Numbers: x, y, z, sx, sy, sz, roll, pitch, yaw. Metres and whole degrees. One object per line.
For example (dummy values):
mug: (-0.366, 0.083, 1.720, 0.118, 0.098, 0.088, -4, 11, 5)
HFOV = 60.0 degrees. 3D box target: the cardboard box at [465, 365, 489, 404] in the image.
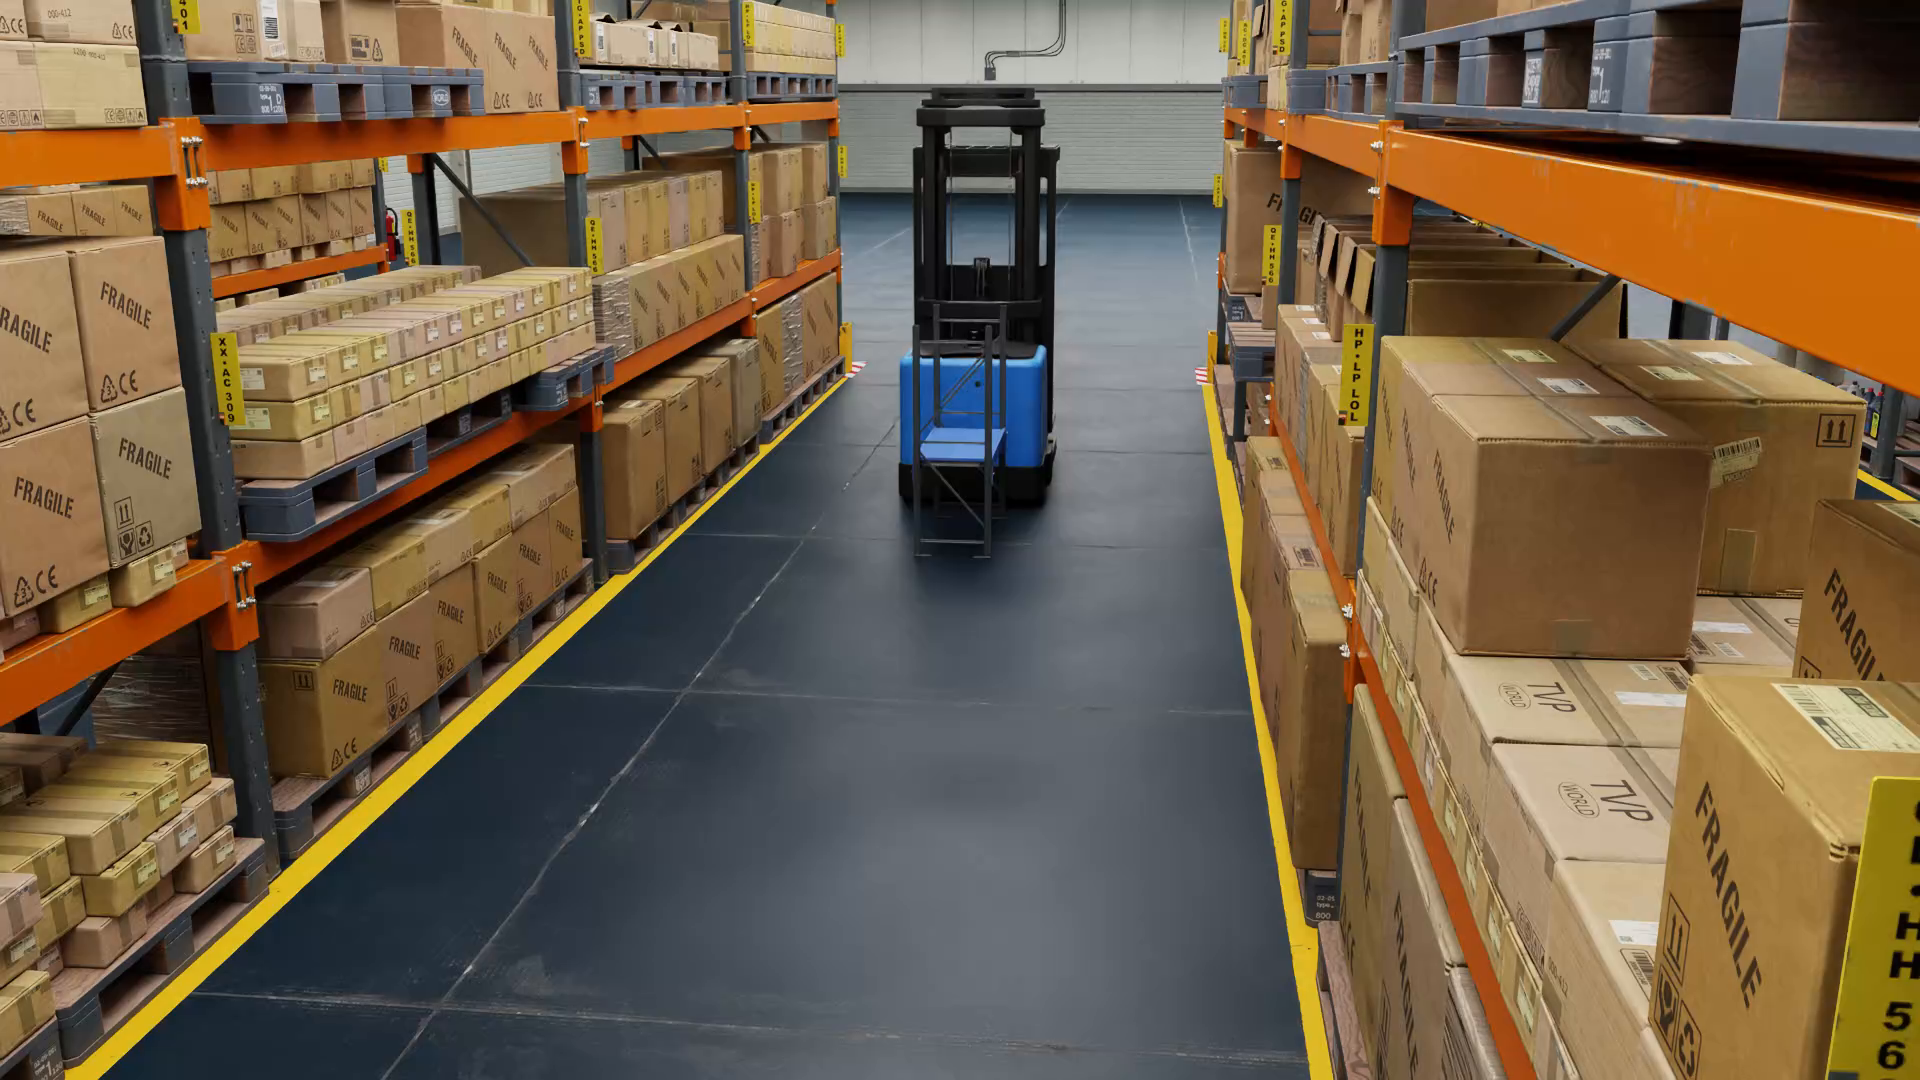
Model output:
cardboard box: (-2.441, -0.735, 7.809, 0.380, 0.149, 0.250, 1, 15, 4)

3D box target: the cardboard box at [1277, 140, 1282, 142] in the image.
cardboard box: (3.339, -3.625, 16.145, 0.500, 0.500, 0.500, 2, 15, 6)

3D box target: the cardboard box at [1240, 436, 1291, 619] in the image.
cardboard box: (2.154, -0.024, 8.771, 1.225, 0.875, 0.875, 1, 15, 4)

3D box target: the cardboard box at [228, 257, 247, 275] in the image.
cardboard box: (-6.749, -2.506, 15.164, 0.380, 0.149, 0.250, 2, 15, 8)

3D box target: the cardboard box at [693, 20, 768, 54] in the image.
cardboard box: (-1.880, -4.124, 13.642, 0.500, 0.250, 0.500, 2, 15, 7)

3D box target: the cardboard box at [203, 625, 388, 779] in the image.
cardboard box: (-2.769, 0.660, 6.960, 0.500, 0.500, 0.500, 2, 15, 8)

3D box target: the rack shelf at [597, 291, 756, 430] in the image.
rack shelf: (-2.439, -1.369, 11.858, 1.077, 0.370, 4.000, 2, 15, 6)

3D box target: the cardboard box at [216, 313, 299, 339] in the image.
cardboard box: (-3.143, -0.907, 7.308, 0.380, 0.149, 0.250, 1, 15, 4)

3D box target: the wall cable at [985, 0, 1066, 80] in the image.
wall cable: (1.864, -16.143, 47.109, 2.305, 6.003, 0.169, 2, 15, 6)

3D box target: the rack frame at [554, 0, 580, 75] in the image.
rack frame: (-2.664, -4.094, 9.063, 1.000, 3.000, 0.127, 2, 15, 6)

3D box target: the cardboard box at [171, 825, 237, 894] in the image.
cardboard box: (-2.822, 1.125, 5.913, 0.380, 0.149, 0.250, 2, 15, 7)

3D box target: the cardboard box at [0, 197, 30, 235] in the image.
cardboard box: (-7.144, -2.225, 12.077, 0.500, 0.500, 0.500, 1, 15, 4)

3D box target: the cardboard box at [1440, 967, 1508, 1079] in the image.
cardboard box: (1.445, 1.468, 3.253, 0.875, 0.875, 0.875, 2, 15, 6)

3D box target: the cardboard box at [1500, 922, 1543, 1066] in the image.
cardboard box: (1.177, 0.804, 2.925, 0.380, 0.149, 0.250, 1, 15, 5)

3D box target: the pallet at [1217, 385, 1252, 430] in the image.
pallet: (2.880, -1.209, 15.231, 1.003, 0.211, 1.213, 2, 15, 6)

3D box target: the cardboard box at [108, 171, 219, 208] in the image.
cardboard box: (-6.878, -3.137, 14.341, 0.700, 0.500, 0.500, 2, 15, 6)

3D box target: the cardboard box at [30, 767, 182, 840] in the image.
cardboard box: (-2.887, 0.893, 5.630, 0.380, 0.149, 0.250, 2, 15, 7)

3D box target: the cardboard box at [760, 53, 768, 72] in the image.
cardboard box: (-1.807, -3.965, 13.816, 0.380, 0.149, 0.250, 2, 15, 6)

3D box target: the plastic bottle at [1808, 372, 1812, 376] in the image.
plastic bottle: (7.519, -1.336, 14.719, 0.061, 0.283, 0.133, 2, 15, 7)

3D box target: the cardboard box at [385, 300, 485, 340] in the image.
cardboard box: (-2.443, -1.023, 7.736, 0.380, 0.149, 0.250, 2, 15, 8)

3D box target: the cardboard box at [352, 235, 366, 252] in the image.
cardboard box: (-6.440, -3.099, 17.357, 0.380, 0.149, 0.250, 2, 15, 6)

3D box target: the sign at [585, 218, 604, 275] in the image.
sign: (-2.124, -1.705, 9.655, 0.100, 0.325, 0.005, 2, 15, 6)

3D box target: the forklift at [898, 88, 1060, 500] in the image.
forklift: (0.211, -2.038, 13.085, 1.130, 2.935, 3.031, 1, 15, 5)

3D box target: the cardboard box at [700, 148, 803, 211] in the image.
cardboard box: (-1.941, -3.343, 15.424, 0.875, 0.550, 0.500, 2, 15, 6)

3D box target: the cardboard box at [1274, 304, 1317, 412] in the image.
cardboard box: (1.927, -0.956, 8.759, 0.500, 0.500, 0.500, 2, 15, 8)

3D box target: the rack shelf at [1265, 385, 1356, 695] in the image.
rack shelf: (2.027, -0.160, 7.384, 1.077, 0.370, 4.000, 2, 15, 6)

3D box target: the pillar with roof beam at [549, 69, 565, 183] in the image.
pillar with roof beam: (-5.612, -12.377, 39.697, 9.100, 9.000, 0.400, 2, 15, 6)

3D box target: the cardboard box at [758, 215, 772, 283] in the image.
cardboard box: (-2.144, -2.547, 14.548, 0.875, 0.550, 0.550, 2, 15, 6)

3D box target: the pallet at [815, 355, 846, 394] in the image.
pallet: (-1.774, -1.717, 17.108, 1.003, 0.211, 1.213, 2, 15, 6)

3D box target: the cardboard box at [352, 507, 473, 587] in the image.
cardboard box: (-2.650, 0.027, 7.862, 0.500, 0.250, 0.500, 2, 15, 8)

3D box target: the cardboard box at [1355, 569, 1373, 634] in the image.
cardboard box: (1.437, 0.200, 5.157, 0.380, 0.149, 0.250, 2, 15, 6)

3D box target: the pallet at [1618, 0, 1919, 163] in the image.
pallet: (1.423, -0.549, 1.868, 1.003, 0.211, 1.213, 2, 15, 6)

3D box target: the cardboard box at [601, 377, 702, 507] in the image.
cardboard box: (-2.411, -0.697, 11.498, 1.050, 0.750, 0.750, 2, 15, 7)

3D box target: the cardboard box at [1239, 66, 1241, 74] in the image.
cardboard box: (2.714, -4.268, 14.975, 0.380, 0.149, 0.250, 1, 15, 4)

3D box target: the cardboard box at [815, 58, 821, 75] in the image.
cardboard box: (-1.549, -4.557, 16.006, 0.380, 0.149, 0.250, 2, 15, 7)

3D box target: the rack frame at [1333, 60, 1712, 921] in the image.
rack frame: (1.801, 0.012, 5.372, 1.000, 3.000, 0.127, 2, 15, 6)

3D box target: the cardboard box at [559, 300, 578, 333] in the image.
cardboard box: (-2.296, -1.212, 9.005, 0.380, 0.149, 0.250, 2, 15, 8)

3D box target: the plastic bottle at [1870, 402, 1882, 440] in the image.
plastic bottle: (7.352, -0.953, 13.300, 0.061, 0.283, 0.133, 2, 15, 9)

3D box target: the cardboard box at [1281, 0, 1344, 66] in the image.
cardboard box: (2.058, -2.894, 9.224, 0.500, 0.500, 0.500, 2, 15, 8)

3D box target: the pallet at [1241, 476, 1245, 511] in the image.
pallet: (2.482, -0.198, 11.489, 1.003, 0.211, 1.213, 2, 15, 6)

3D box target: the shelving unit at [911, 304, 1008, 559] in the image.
shelving unit: (0.010, -0.746, 11.048, 0.538, 1.500, 1.048, 2, 15, 6)

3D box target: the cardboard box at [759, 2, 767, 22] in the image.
cardboard box: (-1.807, -4.349, 13.709, 0.380, 0.149, 0.250, 2, 15, 6)

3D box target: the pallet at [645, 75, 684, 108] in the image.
pallet: (-2.521, -3.013, 11.175, 1.003, 0.211, 1.213, 2, 15, 9)

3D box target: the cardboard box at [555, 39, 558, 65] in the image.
cardboard box: (-2.468, -2.858, 9.722, 0.380, 0.149, 0.250, 1, 15, 4)

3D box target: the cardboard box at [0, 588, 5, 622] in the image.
cardboard box: (-3.007, 0.045, 4.488, 0.500, 0.500, 0.500, 2, 15, 6)

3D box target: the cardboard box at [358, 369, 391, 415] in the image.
cardboard box: (-2.558, -0.608, 6.772, 0.380, 0.149, 0.250, 2, 15, 8)

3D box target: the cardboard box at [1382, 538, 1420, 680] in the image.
cardboard box: (1.427, 0.184, 4.454, 0.500, 0.250, 0.500, 2, 15, 6)

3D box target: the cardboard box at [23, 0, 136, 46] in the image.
cardboard box: (-2.915, -1.650, 5.101, 0.500, 0.250, 0.500, 1, 15, 4)

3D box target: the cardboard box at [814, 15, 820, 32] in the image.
cardboard box: (-1.549, -4.940, 15.895, 0.380, 0.149, 0.250, 2, 15, 7)

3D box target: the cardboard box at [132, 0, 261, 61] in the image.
cardboard box: (-2.964, -1.954, 5.901, 0.700, 0.500, 0.500, 2, 15, 6)

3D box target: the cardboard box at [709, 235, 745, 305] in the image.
cardboard box: (-2.006, -2.140, 13.140, 0.500, 0.500, 0.500, 2, 15, 6)
